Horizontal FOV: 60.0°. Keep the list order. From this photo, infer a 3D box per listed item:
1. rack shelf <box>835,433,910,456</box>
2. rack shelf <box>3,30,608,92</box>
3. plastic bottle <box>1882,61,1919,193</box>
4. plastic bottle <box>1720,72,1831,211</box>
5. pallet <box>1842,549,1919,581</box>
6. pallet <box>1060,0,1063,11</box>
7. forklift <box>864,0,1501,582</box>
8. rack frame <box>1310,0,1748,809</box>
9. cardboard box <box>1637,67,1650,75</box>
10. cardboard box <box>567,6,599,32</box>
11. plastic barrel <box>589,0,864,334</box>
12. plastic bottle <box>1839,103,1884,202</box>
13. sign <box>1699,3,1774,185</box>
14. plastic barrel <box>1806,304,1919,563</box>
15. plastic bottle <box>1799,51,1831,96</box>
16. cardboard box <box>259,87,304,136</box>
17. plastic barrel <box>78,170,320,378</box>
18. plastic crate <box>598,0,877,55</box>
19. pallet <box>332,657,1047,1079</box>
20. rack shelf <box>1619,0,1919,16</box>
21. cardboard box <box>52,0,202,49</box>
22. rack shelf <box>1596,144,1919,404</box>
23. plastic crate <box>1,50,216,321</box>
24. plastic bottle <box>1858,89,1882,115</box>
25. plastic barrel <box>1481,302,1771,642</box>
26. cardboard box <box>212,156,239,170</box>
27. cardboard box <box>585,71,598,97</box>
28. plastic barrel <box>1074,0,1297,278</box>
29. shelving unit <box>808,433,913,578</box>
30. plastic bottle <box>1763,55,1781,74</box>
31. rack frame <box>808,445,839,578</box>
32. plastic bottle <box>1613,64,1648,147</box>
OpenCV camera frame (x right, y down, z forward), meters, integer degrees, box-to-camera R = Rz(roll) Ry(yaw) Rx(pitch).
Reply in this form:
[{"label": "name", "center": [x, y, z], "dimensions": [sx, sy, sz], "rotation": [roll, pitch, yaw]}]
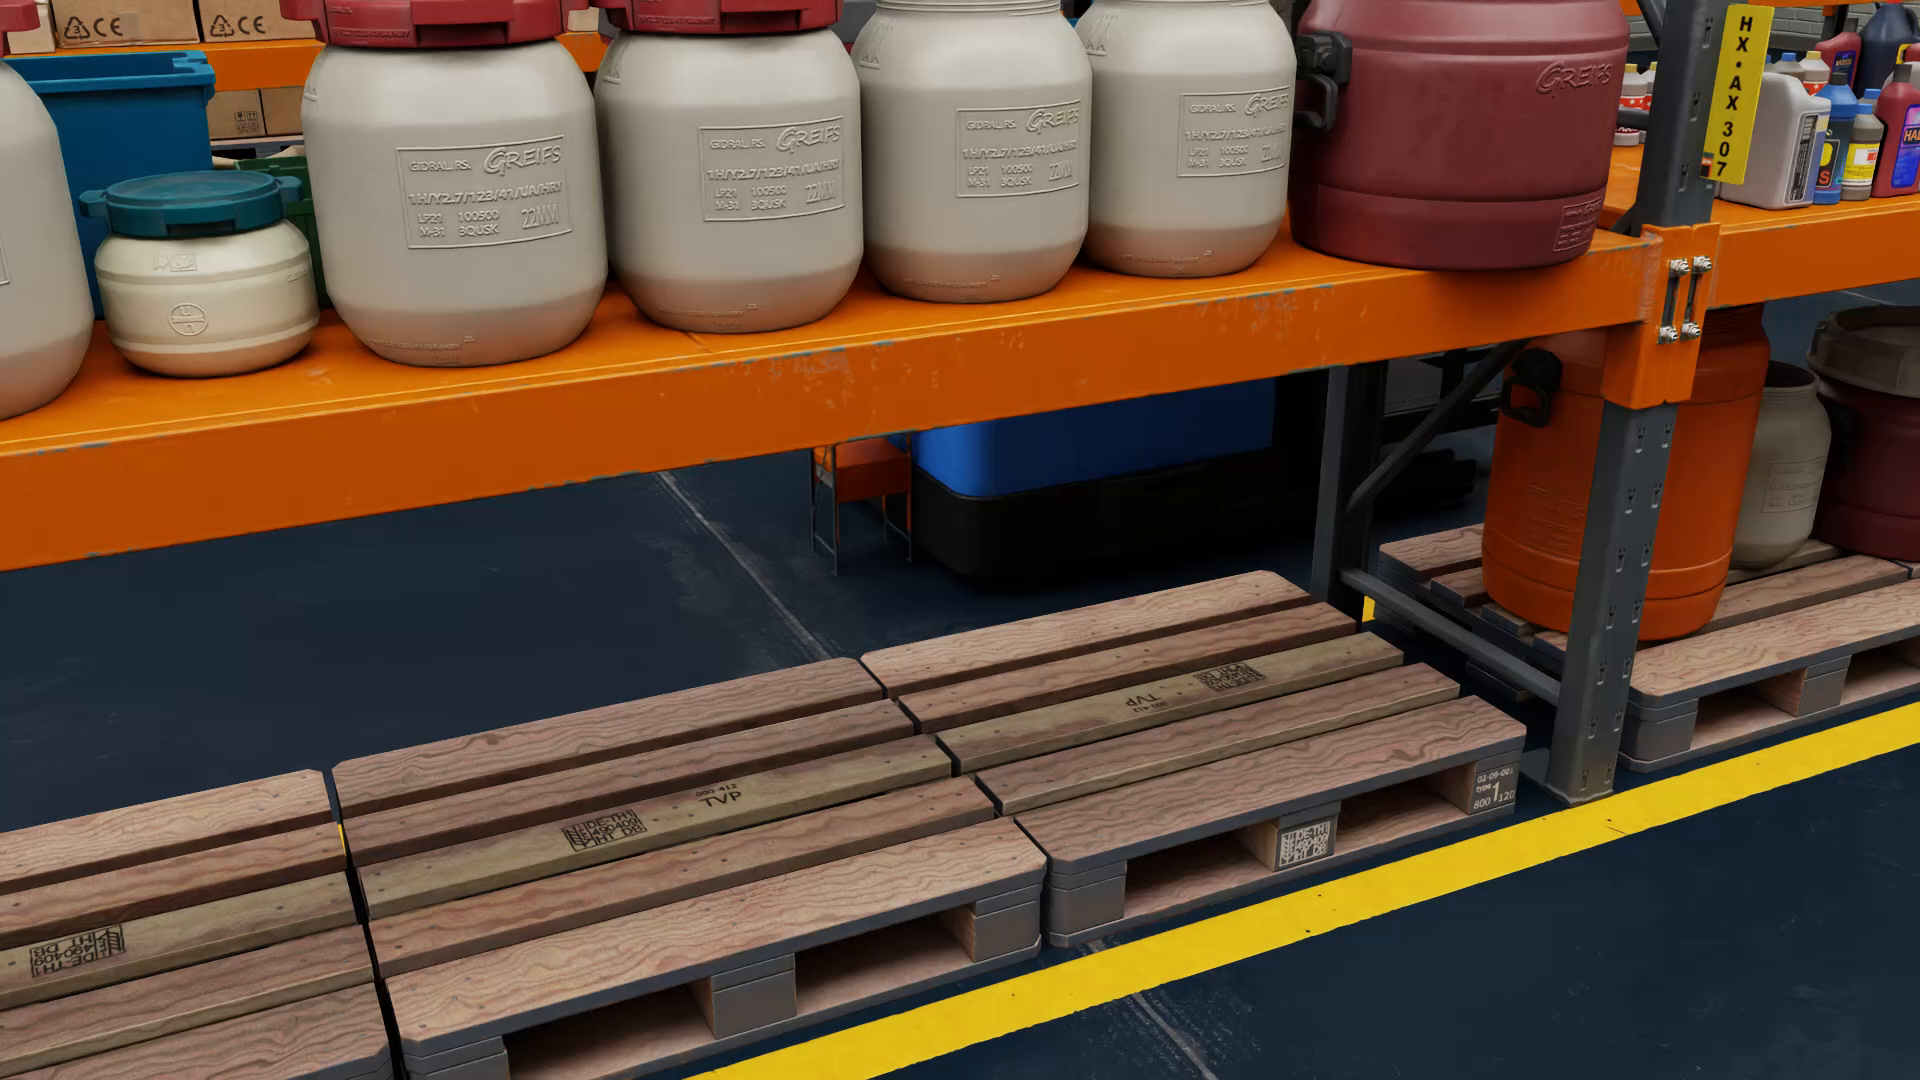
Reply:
[{"label": "rack shelf", "center": [-0.300, -0.418, 4.914], "dimensions": [0.240, 0.259, 0.215], "rotation": [-11, 25, -24]}, {"label": "rack shelf", "center": [-2.719, -2.002, 7.104], "dimensions": [4.000, 0.370, 1.077], "rotation": [-10, 25, -24]}, {"label": "plastic bottle", "center": [2.175, -0.938, 3.756], "dimensions": [0.135, 0.276, 0.152], "rotation": [-10, 25, -24]}, {"label": "plastic bottle", "center": [1.758, -0.861, 3.571], "dimensions": [0.135, 0.276, 0.152], "rotation": [-10, 25, -24]}, {"label": "pallet", "center": [3.018, -0.016, 5.012], "dimensions": [1.213, 0.211, 1.003], "rotation": [-10, 25, -24]}, {"label": "pallet", "center": [0.833, -2.901, 8.588], "dimensions": [1.213, 0.211, 1.003], "rotation": [-10, 25, -24]}, {"label": "forklift", "center": [1.140, -1.605, 5.295], "dimensions": [3.031, 2.935, 1.130], "rotation": [-11, 25, -24]}, {"label": "rack frame", "center": [1.228, -0.958, 3.643], "dimensions": [0.127, 3.000, 1.000], "rotation": [-10, 25, -24]}, {"label": "cardboard box", "center": [4.377, -2.693, 10.522], "dimensions": [0.637, 0.503, 0.797], "rotation": [-10, 25, -24]}, {"label": "cardboard box", "center": [-1.608, -2.305, 7.226], "dimensions": [0.250, 0.149, 0.380], "rotation": [-10, 25, -24]}, {"label": "plastic barrel", "center": [-0.369, -0.634, 2.682], "dimensions": [0.433, 0.535, 0.433], "rotation": [0, 22, 0]}, {"label": "plastic bottle", "center": [1.962, -0.853, 3.648], "dimensions": [0.097, 0.201, 0.097], "rotation": [0, 22, 0]}, {"label": "sign", "center": [1.472, -0.845, 3.156], "dimensions": [0.005, 0.325, 0.100], "rotation": [-10, 25, -24]}, {"label": "plastic barrel", "center": [2.679, -0.312, 4.686], "dimensions": [0.708, 0.588, 0.600], "rotation": [-10, 25, -24]}, {"label": "plastic bottle", "center": [2.341, -1.245, 4.595], "dimensions": [0.097, 0.201, 0.097], "rotation": [0, 22, 0]}, {"label": "cardboard box", "center": [-4.645, -3.146, 11.621], "dimensions": [0.500, 0.500, 0.700], "rotation": [-11, 25, -24]}, {"label": "plastic barrel", "center": [-1.118, -0.397, 2.469], "dimensions": [0.301, 0.262, 0.301], "rotation": [0, 22, 0]}, {"label": "plastic crate", "center": [-0.361, -0.825, 3.238], "dimensions": [0.583, 0.464, 0.402], "rotation": [-10, 25, -24]}, {"label": "pallet", "center": [-0.585, 0.646, 3.413], "dimensions": [1.213, 0.211, 1.003], "rotation": [-10, 25, -24]}, {"label": "rack shelf", "center": [4.489, -3.329, 10.310], "dimensions": [4.000, 0.370, 1.077], "rotation": [-10, 25, -24]}, {"label": "cardboard box", "center": [-3.348, -2.258, 6.651], "dimensions": [0.500, 0.500, 0.500], "rotation": [-9, 24, -20]}, {"label": "rack shelf", "center": [3.030, -0.958, 4.582], "dimensions": [4.000, 0.370, 1.077], "rotation": [-10, 25, -24]}, {"label": "plastic crate", "center": [-1.518, -0.577, 2.744], "dimensions": [0.575, 0.384, 0.392], "rotation": [-10, 25, -24]}, {"label": "plastic bottle", "center": [2.104, -0.943, 3.867], "dimensions": [0.097, 0.201, 0.097], "rotation": [0, 22, 0]}, {"label": "plastic barrel", "center": [1.661, -0.236, 4.188], "dimensions": [0.708, 0.830, 0.600], "rotation": [-10, 25, -24]}, {"label": "cardboard box", "center": [-3.364, -1.521, 7.316], "dimensions": [0.500, 0.311, 0.500], "rotation": [-11, 25, -24]}, {"label": "cardboard box", "center": [-2.350, -3.650, 12.407], "dimensions": [0.750, 0.750, 0.750], "rotation": [-11, 25, -24]}, {"label": "plastic barrel", "center": [0.393, -0.766, 3.031], "dimensions": [0.421, 0.512, 0.421], "rotation": [0, 22, 0]}, {"label": "shelving unit", "center": [-0.300, -0.428, 4.910], "dimensions": [0.252, 1.050, 0.215], "rotation": [-11, 25, -24]}, {"label": "plastic bottle", "center": [2.165, -1.212, 4.517], "dimensions": [0.097, 0.201, 0.097], "rotation": [0, 22, 0]}, {"label": "rack frame", "center": [-0.409, -0.407, 4.860], "dimensions": [0.008, 1.050, 0.200], "rotation": [-11, 25, -24]}, {"label": "plastic bottle", "center": [1.727, -1.132, 4.322], "dimensions": [0.097, 0.201, 0.097], "rotation": [0, 22, 0]}]
